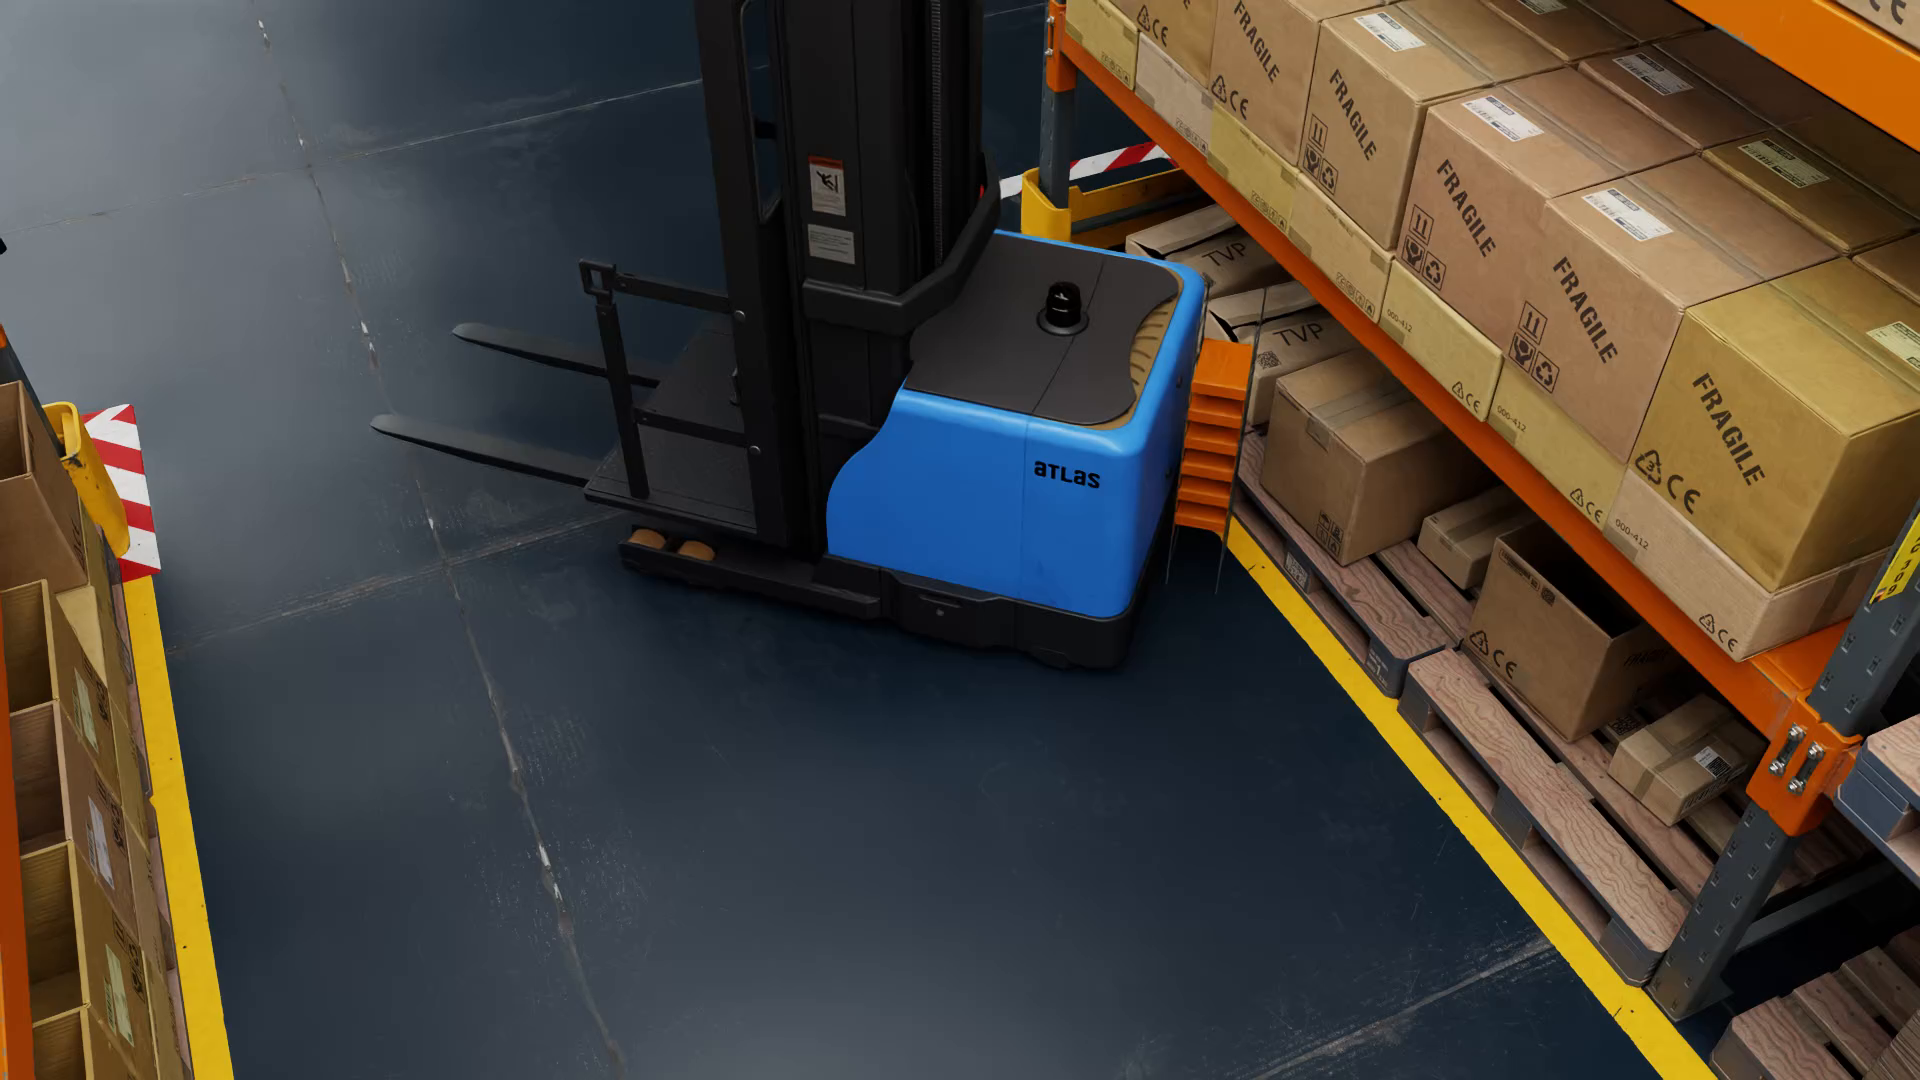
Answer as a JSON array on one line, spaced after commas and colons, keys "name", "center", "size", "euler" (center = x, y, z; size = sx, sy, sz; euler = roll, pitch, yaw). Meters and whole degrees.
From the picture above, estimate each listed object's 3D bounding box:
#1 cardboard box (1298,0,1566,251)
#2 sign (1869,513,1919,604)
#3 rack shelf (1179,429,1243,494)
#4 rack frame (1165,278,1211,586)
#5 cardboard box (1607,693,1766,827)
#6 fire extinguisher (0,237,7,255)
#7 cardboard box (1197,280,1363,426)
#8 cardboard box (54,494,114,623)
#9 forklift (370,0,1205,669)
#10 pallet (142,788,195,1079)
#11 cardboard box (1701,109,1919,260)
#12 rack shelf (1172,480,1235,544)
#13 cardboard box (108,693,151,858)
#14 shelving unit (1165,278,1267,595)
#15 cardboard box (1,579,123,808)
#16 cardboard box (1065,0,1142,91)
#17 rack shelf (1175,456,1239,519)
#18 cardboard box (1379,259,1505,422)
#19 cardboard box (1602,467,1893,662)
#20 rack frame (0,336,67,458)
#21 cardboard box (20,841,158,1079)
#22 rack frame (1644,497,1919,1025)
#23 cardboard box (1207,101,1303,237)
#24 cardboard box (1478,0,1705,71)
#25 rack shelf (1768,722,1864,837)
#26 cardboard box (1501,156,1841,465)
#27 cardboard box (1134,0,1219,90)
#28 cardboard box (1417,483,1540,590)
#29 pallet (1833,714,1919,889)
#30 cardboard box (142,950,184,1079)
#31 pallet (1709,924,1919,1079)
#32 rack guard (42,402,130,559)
[{"name": "cardboard box", "center": [1.382, -1.251, 4.941], "size": [0.500, 0.500, 0.500], "euler": [-17, 47, -16]}, {"name": "sign", "center": [2.009, 0.008, 3.490], "size": [0.100, 0.325, 0.005], "euler": [-18, 47, -17]}, {"name": "rack shelf", "center": [0.871, -0.293, 5.756], "size": [0.180, 0.103, 0.258], "euler": [11, 46, 11]}, {"name": "rack frame", "center": [0.782, -0.341, 5.741], "size": [0.006, 1.200, 0.240], "euler": [11, 46, 11]}, {"name": "cardboard box", "center": [2.246, 0.671, 5.139], "size": [0.380, 0.166, 0.250], "euler": [-24, 49, -22]}, {"name": "fire extinguisher", "center": [-3.305, -1.118, 5.302], "size": [0.296, 0.674, 0.183], "euler": [-18, 47, -17]}, {"name": "cardboard box", "center": [1.265, -0.767, 6.493], "size": [0.500, 0.311, 0.500], "euler": [-14, 46, -14]}, {"name": "cardboard box", "center": [-3.183, 0.151, 5.620], "size": [0.500, 0.250, 0.500], "euler": [-18, 47, -17]}, {"name": "forklift", "center": [-0.726, -1.215, 5.395], "size": [3.031, 2.935, 1.130], "euler": [13, 46, 13]}, {"name": "pallet", "center": [-2.808, 1.311, 4.771], "size": [1.003, 0.211, 1.213], "euler": [-18, 47, -17]}, {"name": "cardboard box", "center": [2.276, -0.762, 4.445], "size": [0.500, 0.500, 0.500], "euler": [-18, 47, -18]}, {"name": "rack shelf", "center": [0.871, -0.122, 5.924], "size": [0.180, 0.103, 0.258], "euler": [11, 46, 11]}, {"name": "cardboard box", "center": [-2.751, 0.784, 4.978], "size": [0.500, 0.250, 0.500], "euler": [-18, 47, -17]}, {"name": "shelving unit", "center": [0.871, -0.325, 5.725], "size": [0.189, 1.200, 0.258], "euler": [11, 46, 11]}, {"name": "cardboard box", "center": [-2.748, 0.516, 4.716], "size": [0.500, 0.500, 0.500], "euler": [-18, 47, -17]}, {"name": "cardboard box", "center": [0.733, -1.947, 6.180], "size": [0.500, 0.250, 0.500], "euler": [-19, 48, -19]}, {"name": "rack shelf", "center": [0.871, -0.208, 5.840], "size": [0.180, 0.103, 0.258], "euler": [11, 46, 11]}, {"name": "cardboard box", "center": [1.596, -0.651, 4.867], "size": [0.500, 0.250, 0.500], "euler": [-18, 47, -18]}, {"name": "cardboard box", "center": [2.024, -0.015, 4.222], "size": [0.500, 0.250, 0.500], "euler": [-18, 47, -17]}, {"name": "rack frame", "center": [-3.677, -0.933, 5.060], "size": [1.000, 3.000, 0.127], "euler": [-18, 47, -17]}, {"name": "cardboard box", "center": [-2.327, 1.153, 4.070], "size": [0.500, 0.500, 0.500], "euler": [-18, 47, -17]}, {"name": "rack frame", "center": [2.498, 0.151, 3.962], "size": [1.000, 3.000, 0.127], "euler": [-18, 47, -17]}, {"name": "cardboard box", "center": [1.173, -1.294, 5.518], "size": [0.500, 0.250, 0.500], "euler": [-19, 48, -18]}, {"name": "cardboard box", "center": [1.843, -1.409, 5.101], "size": [0.500, 0.500, 0.500], "euler": [-17, 47, -17]}, {"name": "rack shelf", "center": [3.339, 1.681, 2.923], "size": [1.077, 0.370, 4.000], "euler": [-18, 47, -17]}, {"name": "cardboard box", "center": [1.803, -0.596, 4.277], "size": [0.500, 0.500, 0.500], "euler": [-18, 47, -18]}, {"name": "cardboard box", "center": [0.943, -1.908, 5.607], "size": [0.500, 0.500, 0.500], "euler": [-18, 47, -17]}, {"name": "cardboard box", "center": [1.843, -0.016, 5.847], "size": [0.380, 0.149, 0.250], "euler": [-22, 49, -21]}, {"name": "pallet", "center": [2.687, 0.749, 3.492], "size": [1.003, 0.211, 1.213], "euler": [-18, 47, -17]}, {"name": "cardboard box", "center": [-2.326, 1.420, 4.334], "size": [0.500, 0.250, 0.500], "euler": [-18, 47, -17]}, {"name": "pallet", "center": [2.826, 1.639, 4.439], "size": [1.003, 0.211, 1.213], "euler": [-18, 47, -17]}, {"name": "rack guard", "center": [-3.687, -0.058, 5.953], "size": [1.175, 0.500, 0.348], "euler": [-18, 47, -17]}]
